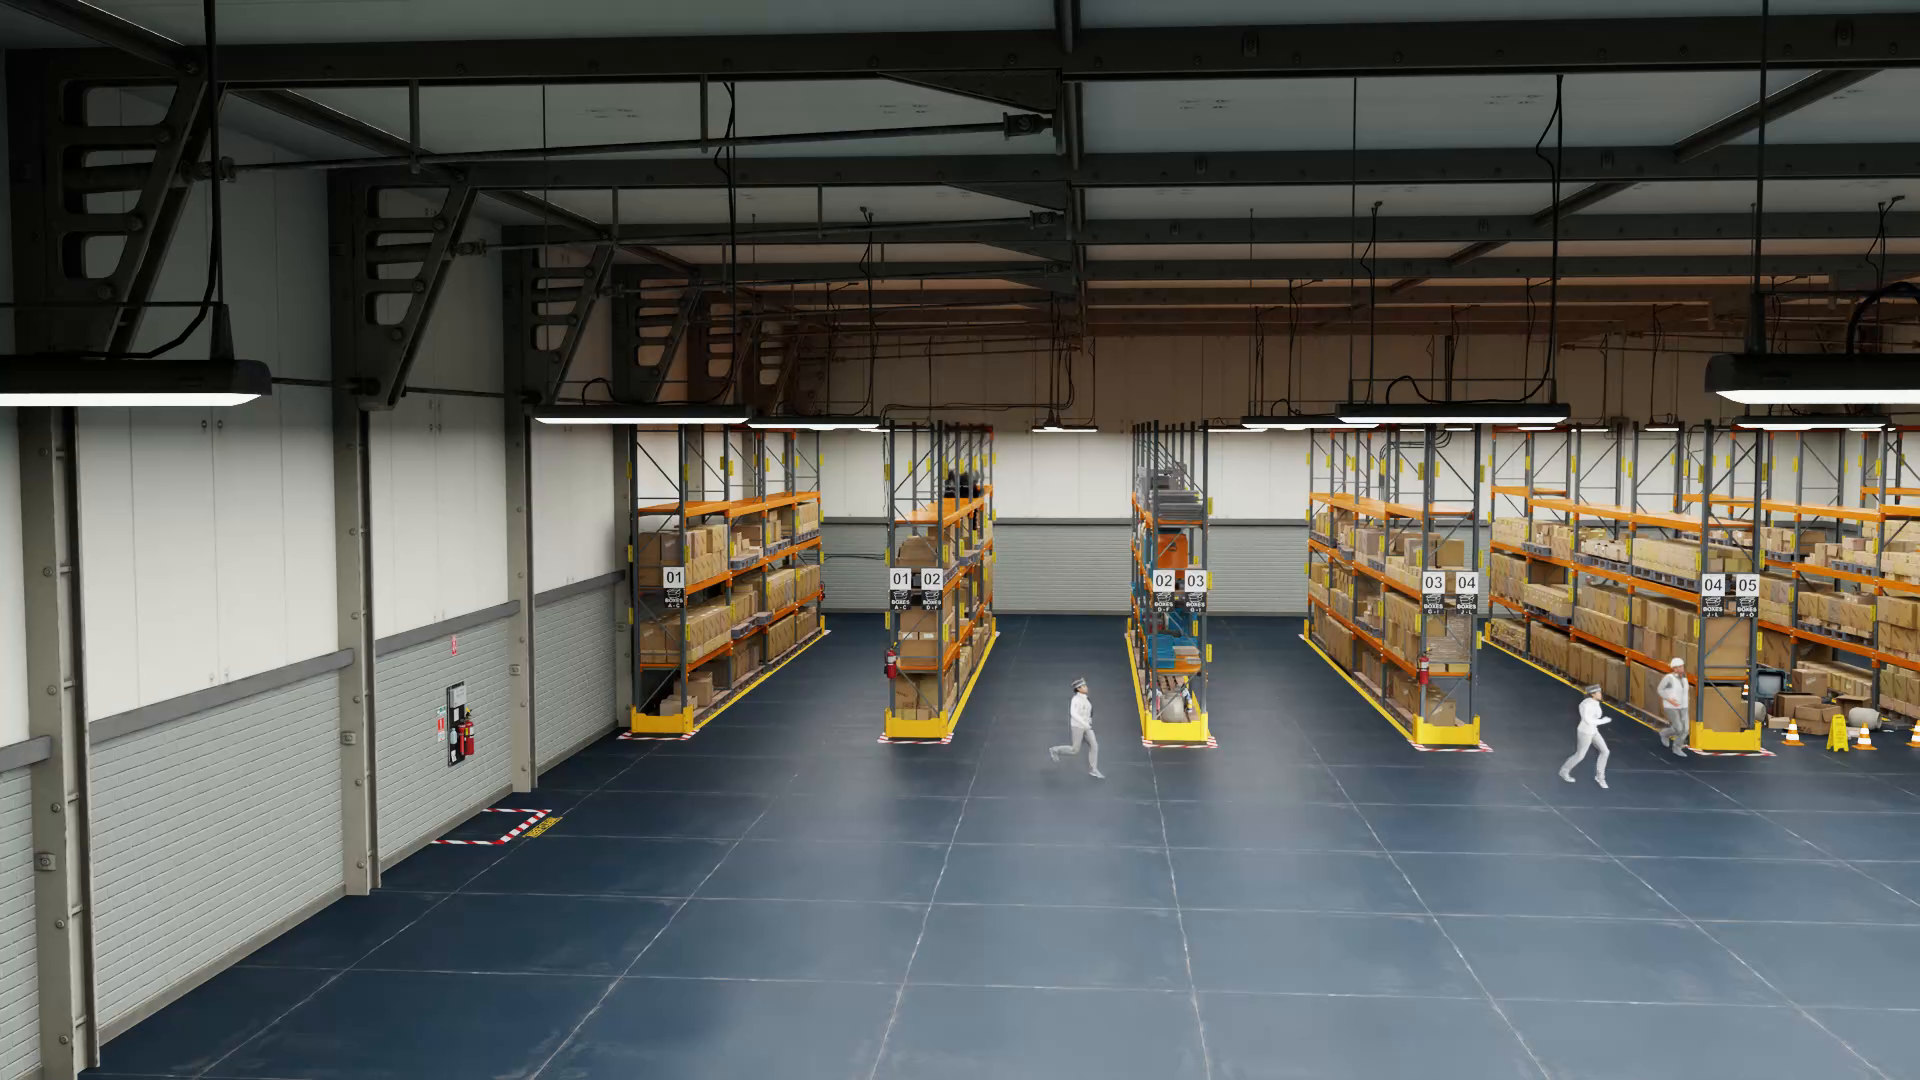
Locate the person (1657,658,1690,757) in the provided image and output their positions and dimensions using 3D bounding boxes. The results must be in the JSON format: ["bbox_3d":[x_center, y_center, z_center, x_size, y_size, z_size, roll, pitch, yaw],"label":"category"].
[{"bbox_3d":[12.805,2.983,29.803,0.669,1.750,0.562,-1,4,-18],"label":"person"}]

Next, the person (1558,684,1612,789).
[{"bbox_3d":[10.174,3.175,27.053,0.828,1.727,0.638,3,4,35],"label":"person"}]

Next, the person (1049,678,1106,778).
[{"bbox_3d":[1.988,3.147,27.929,0.976,1.684,0.597,2,4,29],"label":"person"}]

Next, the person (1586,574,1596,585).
[{"bbox_3d":[17.906,1.866,47.339,0.709,1.819,0.691,0,4,5],"label":"person"}]
